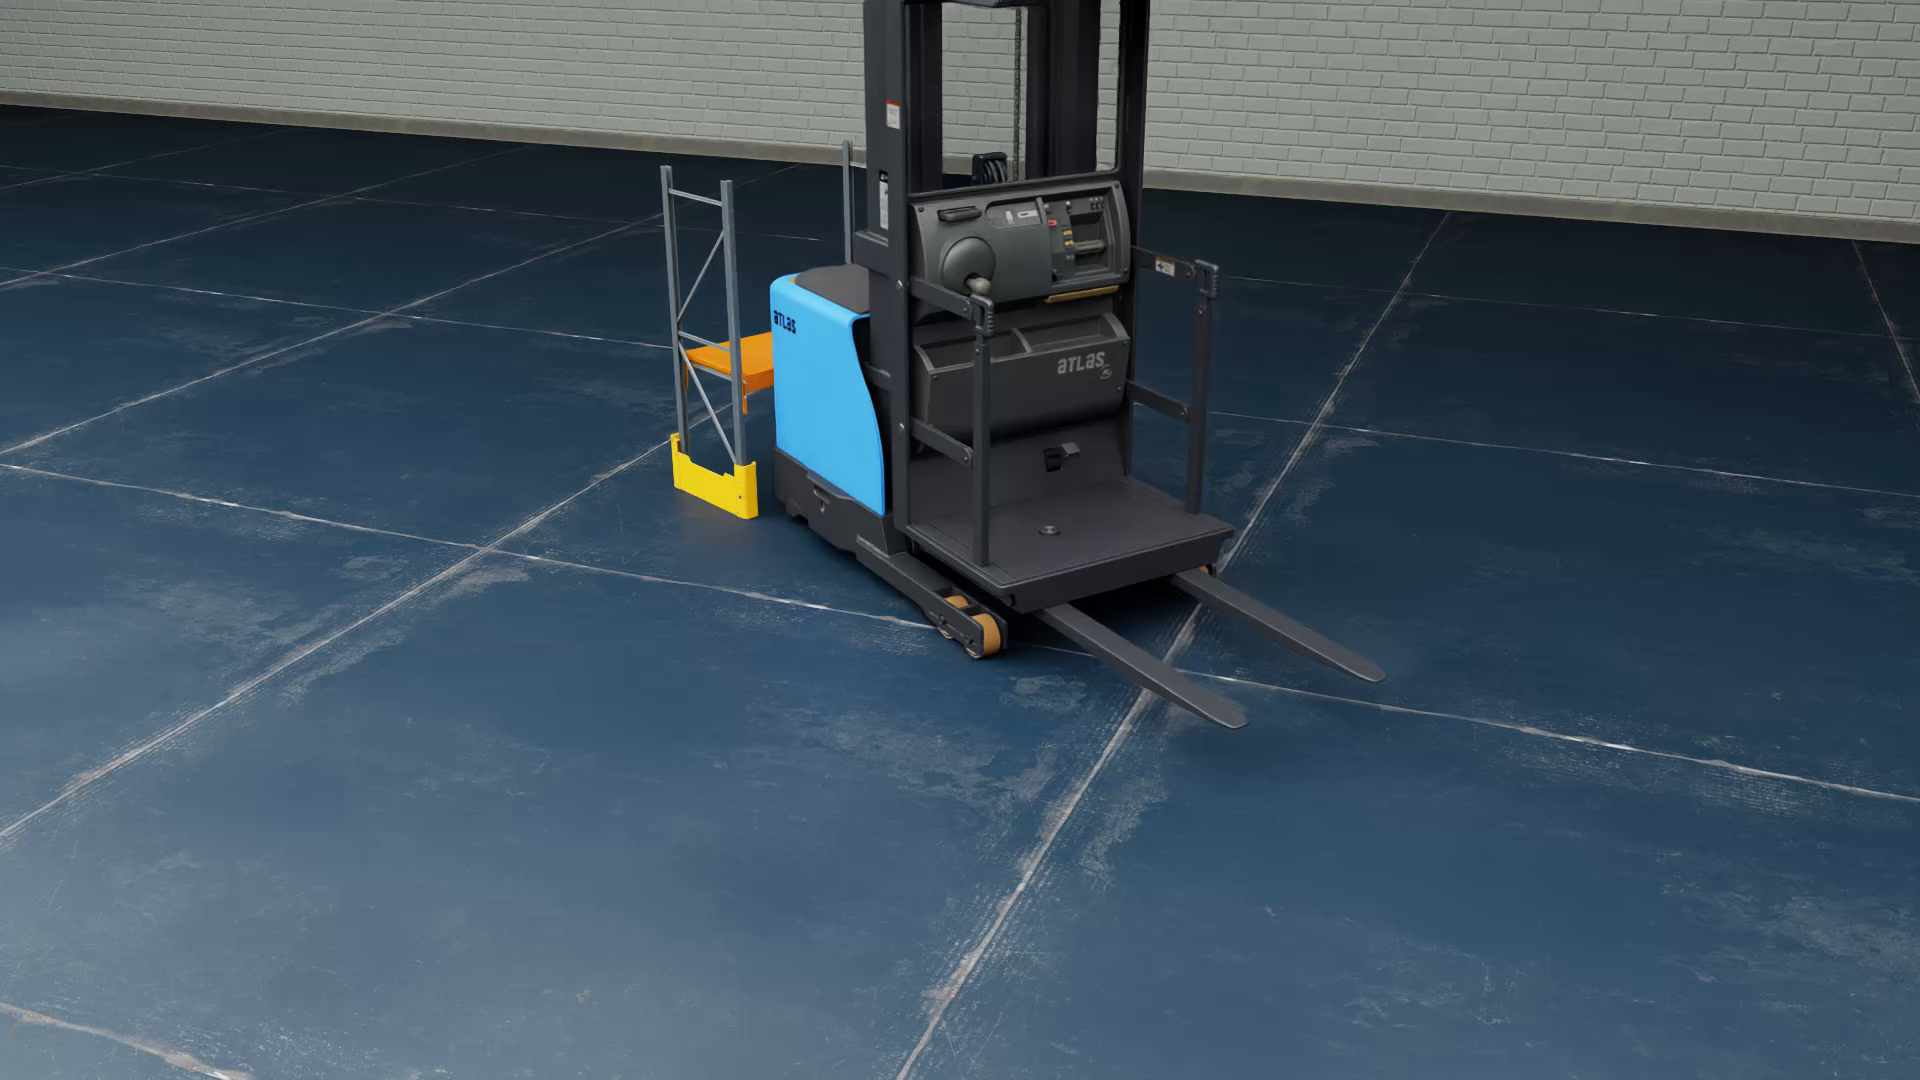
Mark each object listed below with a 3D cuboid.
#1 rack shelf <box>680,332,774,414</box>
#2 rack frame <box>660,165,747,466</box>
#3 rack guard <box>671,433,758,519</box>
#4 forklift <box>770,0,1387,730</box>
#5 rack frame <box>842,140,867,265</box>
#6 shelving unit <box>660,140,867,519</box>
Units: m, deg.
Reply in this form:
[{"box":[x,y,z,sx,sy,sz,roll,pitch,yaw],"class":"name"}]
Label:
[{"box":[-0.757,-0.843,7.789,1.000,0.185,0.538,-19,29,-38],"class":"rack shelf"},{"box":[-1.132,-0.877,7.403,0.032,1.500,0.500,-19,29,-38],"class":"rack frame"},{"box":[-1.131,-0.300,7.645,0.087,0.250,0.587,-19,29,-38],"class":"rack guard"},{"box":[0.359,-1.116,6.119,1.130,2.935,3.031,-13,26,-29],"class":"forklift"},{"box":[-0.381,-1.141,8.036,0.032,1.500,0.500,-19,29,-38],"class":"rack frame"},{"box":[-0.763,-1.006,7.714,1.083,1.500,0.587,-19,29,-38],"class":"shelving unit"}]
